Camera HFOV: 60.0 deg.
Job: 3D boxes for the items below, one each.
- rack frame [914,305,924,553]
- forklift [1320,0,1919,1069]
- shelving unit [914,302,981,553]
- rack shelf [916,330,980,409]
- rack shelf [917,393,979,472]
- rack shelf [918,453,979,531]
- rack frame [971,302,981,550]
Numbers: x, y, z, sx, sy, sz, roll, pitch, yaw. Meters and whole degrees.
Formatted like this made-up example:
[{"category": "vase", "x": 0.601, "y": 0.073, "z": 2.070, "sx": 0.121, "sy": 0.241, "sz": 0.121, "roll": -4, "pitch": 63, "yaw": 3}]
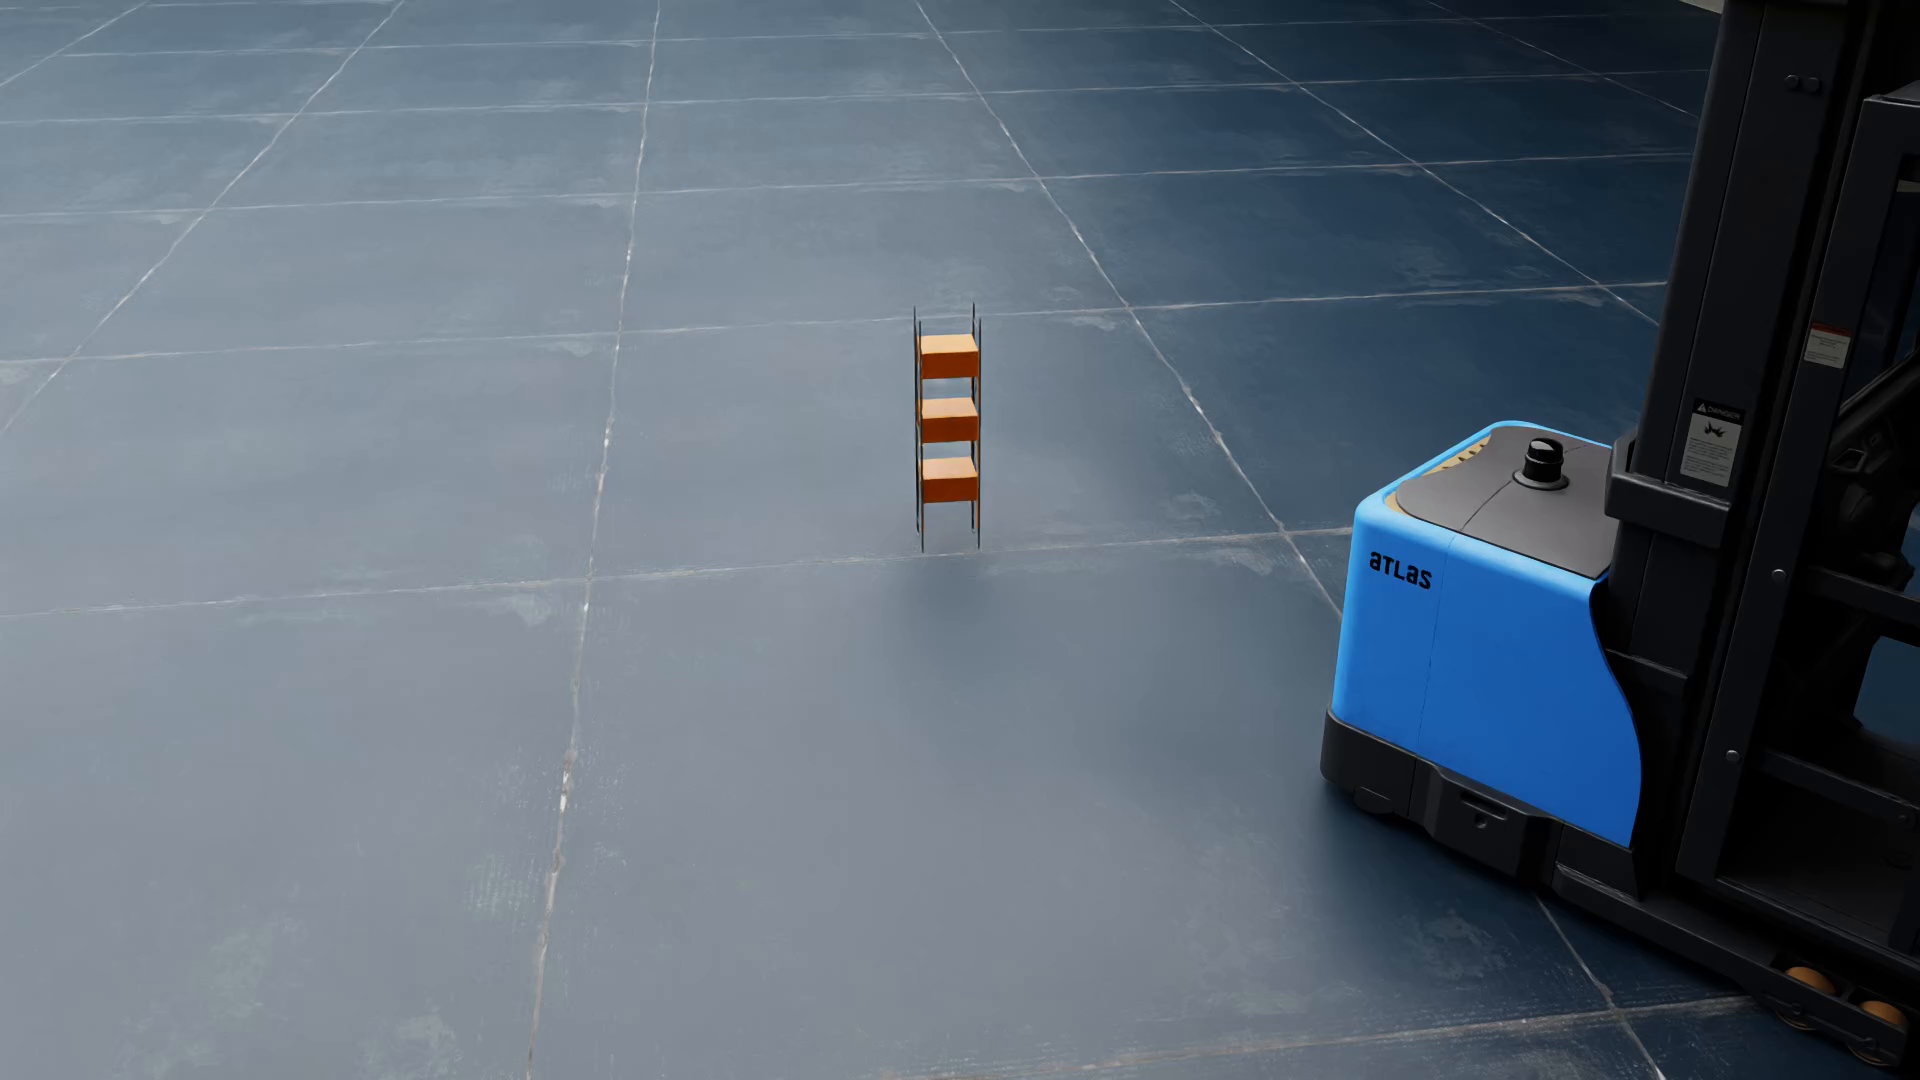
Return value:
[{"category": "rack frame", "x": -0.174, "y": -0.456, "z": 6.989, "sx": 0.008, "sy": 1.050, "sz": 0.200, "roll": -4, "pitch": 27, "yaw": -7}, {"category": "forklift", "x": 2.620, "y": -0.157, "z": 4.345, "sx": 3.031, "sy": 2.935, "sz": 1.130, "roll": 24, "pitch": 35, "yaw": 38}, {"category": "shelving unit", "x": -0.053, "y": -0.464, "z": 7.004, "sx": 0.252, "sy": 1.050, "sz": 0.215, "roll": -4, "pitch": 27, "yaw": -7}, {"category": "rack shelf", "x": -0.053, "y": -0.707, "z": 6.879, "sx": 0.240, "sy": 0.259, "sz": 0.215, "roll": -4, "pitch": 27, "yaw": -7}, {"category": "rack shelf", "x": -0.053, "y": -0.454, "z": 7.009, "sx": 0.240, "sy": 0.259, "sz": 0.215, "roll": -4, "pitch": 27, "yaw": -7}, {"category": "rack shelf", "x": -0.053, "y": -0.207, "z": 7.135, "sx": 0.240, "sy": 0.259, "sz": 0.215, "roll": -4, "pitch": 27, "yaw": -7}, {"category": "rack frame", "x": 0.068, "y": -0.471, "z": 7.019, "sx": 0.008, "sy": 1.050, "sz": 0.200, "roll": -4, "pitch": 27, "yaw": -7}]
